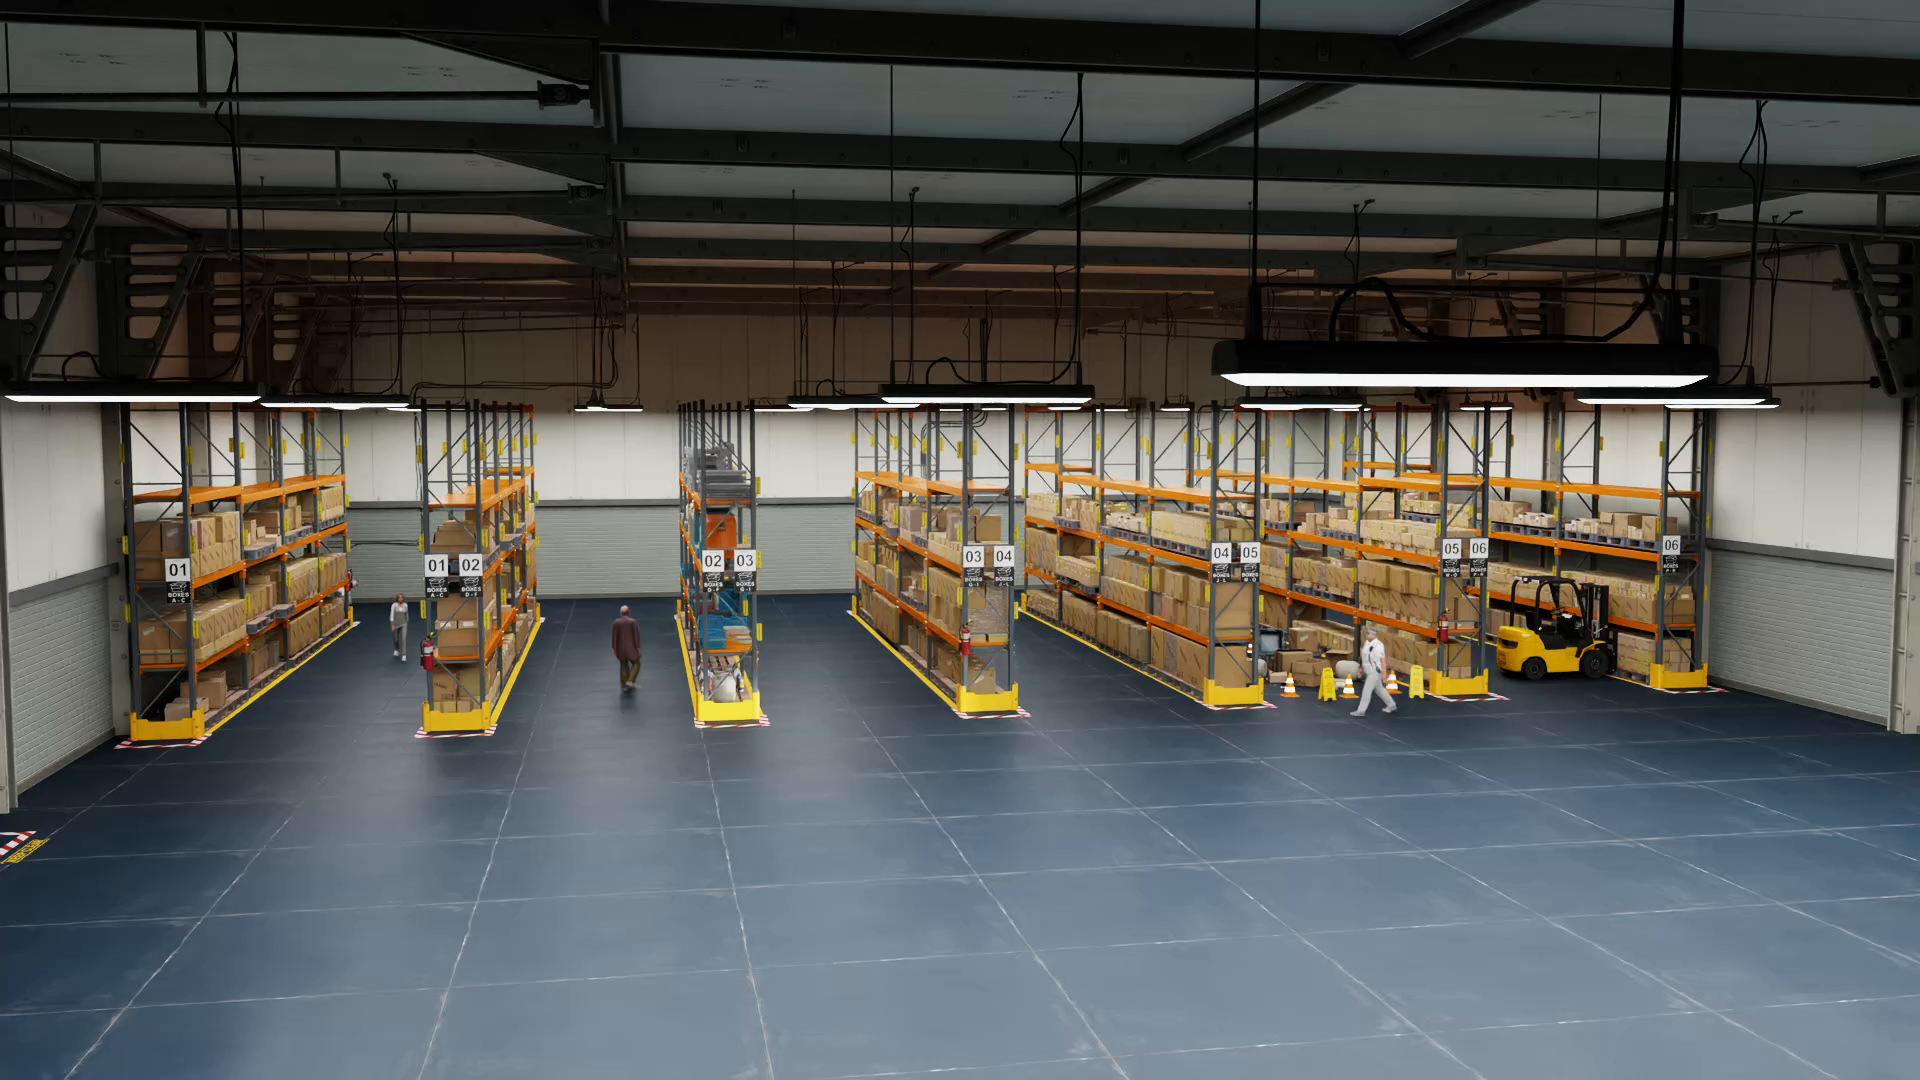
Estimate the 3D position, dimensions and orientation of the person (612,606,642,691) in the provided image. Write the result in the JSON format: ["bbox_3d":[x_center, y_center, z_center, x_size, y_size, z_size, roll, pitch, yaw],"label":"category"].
[{"bbox_3d":[-6.895,2.247,34.333,0.629,1.771,0.584,0,4,6],"label":"person"}]

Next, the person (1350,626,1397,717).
[{"bbox_3d":[7.848,2.474,31.559,1.070,1.719,0.578,-1,4,-15],"label":"person"}]

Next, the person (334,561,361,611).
[{"bbox_3d":[-17.099,1.379,46.091,0.898,1.780,0.666,0,4,-3],"label":"person"}]

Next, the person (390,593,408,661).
[{"bbox_3d":[-13.064,2.004,38.748,0.401,1.553,0.888,-2,5,-19],"label":"person"}]
